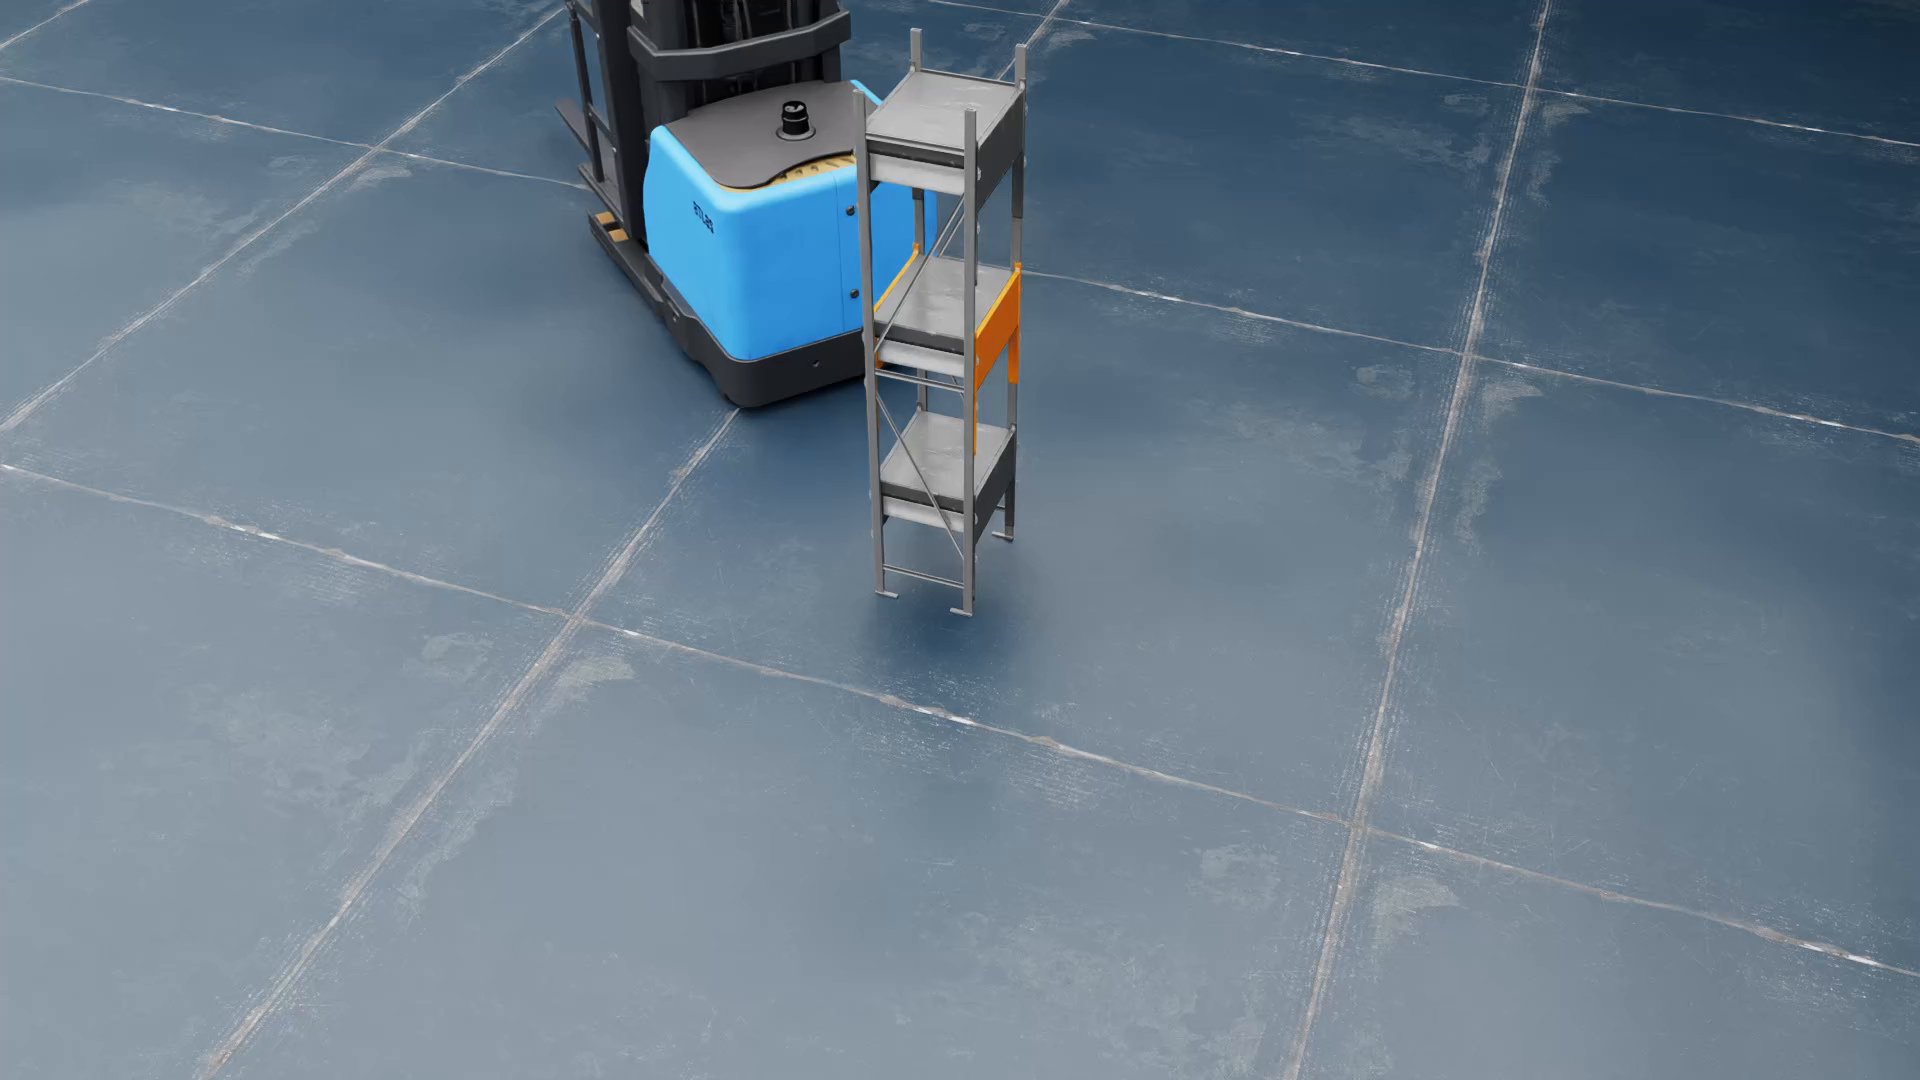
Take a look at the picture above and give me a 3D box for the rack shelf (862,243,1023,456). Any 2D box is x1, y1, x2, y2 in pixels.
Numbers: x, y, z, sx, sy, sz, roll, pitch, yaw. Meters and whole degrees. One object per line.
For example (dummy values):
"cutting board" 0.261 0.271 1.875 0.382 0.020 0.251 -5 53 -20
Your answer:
"rack shelf" -0.057 -0.687 5.959 0.431 0.518 0.480 13 42 15

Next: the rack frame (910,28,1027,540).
"rack frame" 0.027 -0.847 6.125 0.400 2.100 0.015 13 42 15

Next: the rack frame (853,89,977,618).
"rack frame" -0.140 -0.549 5.776 0.400 2.100 0.015 13 42 15

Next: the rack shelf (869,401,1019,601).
"rack shelf" -0.057 -0.155 6.413 0.431 0.518 0.480 13 42 15

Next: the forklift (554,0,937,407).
"forklift" -1.239 -2.646 7.593 1.130 2.935 3.031 -20 44 -22

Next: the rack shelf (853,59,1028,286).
"rack shelf" -0.057 -1.220 5.505 0.431 0.518 0.480 13 42 15

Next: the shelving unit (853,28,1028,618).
"shelving unit" -0.057 -0.698 5.950 0.431 2.100 0.503 13 42 15
